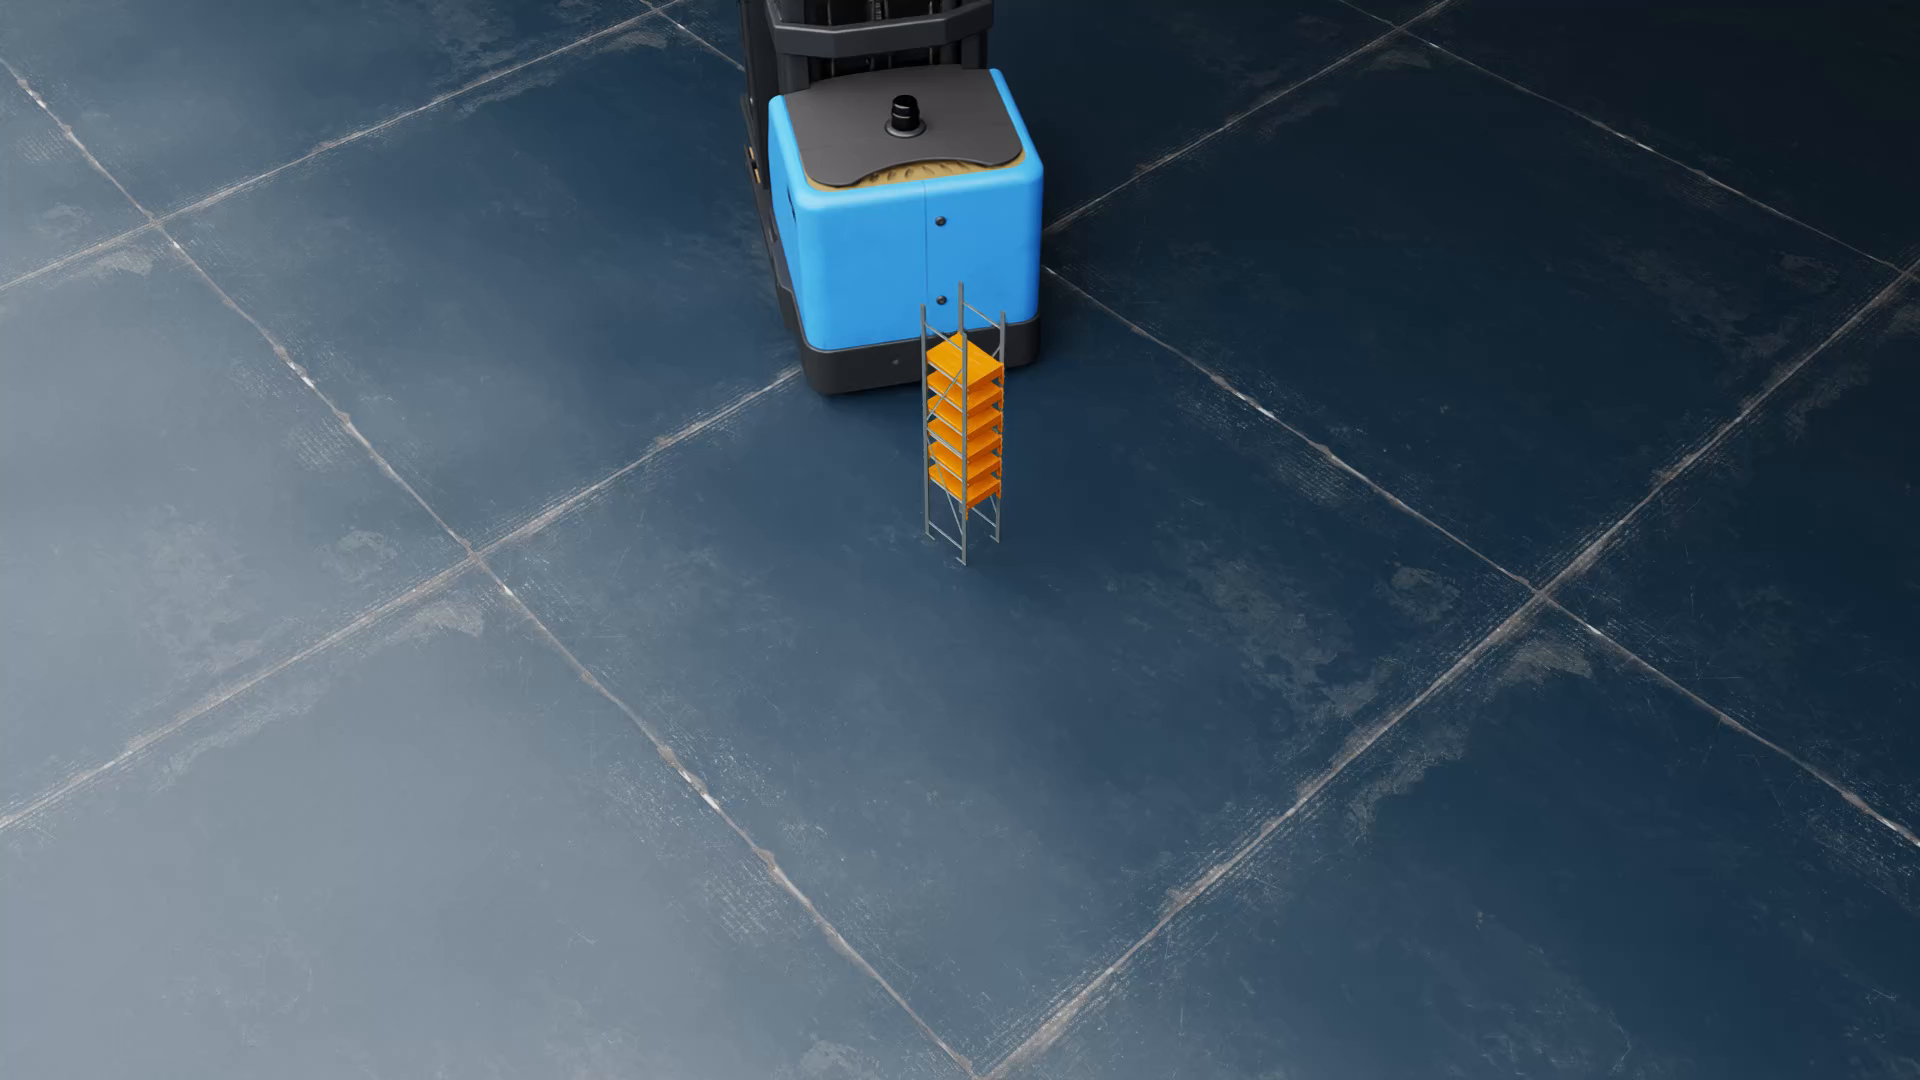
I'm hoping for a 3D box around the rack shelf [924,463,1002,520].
[{"bbox_3d":[0.011,-0.221,6.525,0.180,0.103,0.258,-34,56,-27],"label":"rack shelf"}]

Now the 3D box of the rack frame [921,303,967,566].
[{"bbox_3d":[-0.057,-0.369,6.274,0.006,1.200,0.240,-34,56,-27],"label":"rack frame"}]

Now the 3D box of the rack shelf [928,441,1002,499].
[{"bbox_3d":[0.011,-0.303,6.436,0.180,0.103,0.258,-34,56,-27],"label":"rack shelf"}]

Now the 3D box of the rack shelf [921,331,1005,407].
[{"bbox_3d":[0.011,-0.628,6.084,0.180,0.103,0.258,-34,56,-27],"label":"rack shelf"}]

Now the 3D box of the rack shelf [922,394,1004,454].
[{"bbox_3d":[0.011,-0.465,6.260,0.180,0.103,0.258,-34,56,-27],"label":"rack shelf"}]

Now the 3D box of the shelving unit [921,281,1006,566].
[{"bbox_3d":[0.011,-0.414,6.316,0.189,1.200,0.258,-34,56,-27],"label":"shelving unit"}]

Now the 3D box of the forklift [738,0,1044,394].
[{"bbox_3d":[-0.472,-2.734,7.278,1.130,2.935,3.031,-10,48,-9],"label":"forklift"}]

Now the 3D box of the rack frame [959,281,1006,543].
[{"bbox_3d":[0.078,-0.459,6.357,0.006,1.200,0.240,-34,56,-27],"label":"rack frame"}]

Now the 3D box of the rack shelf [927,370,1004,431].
[{"bbox_3d":[0.011,-0.547,6.172,0.180,0.103,0.258,-34,56,-27],"label":"rack shelf"}]

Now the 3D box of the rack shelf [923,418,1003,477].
[{"bbox_3d":[0.011,-0.384,6.348,0.180,0.103,0.258,-34,56,-27],"label":"rack shelf"}]
